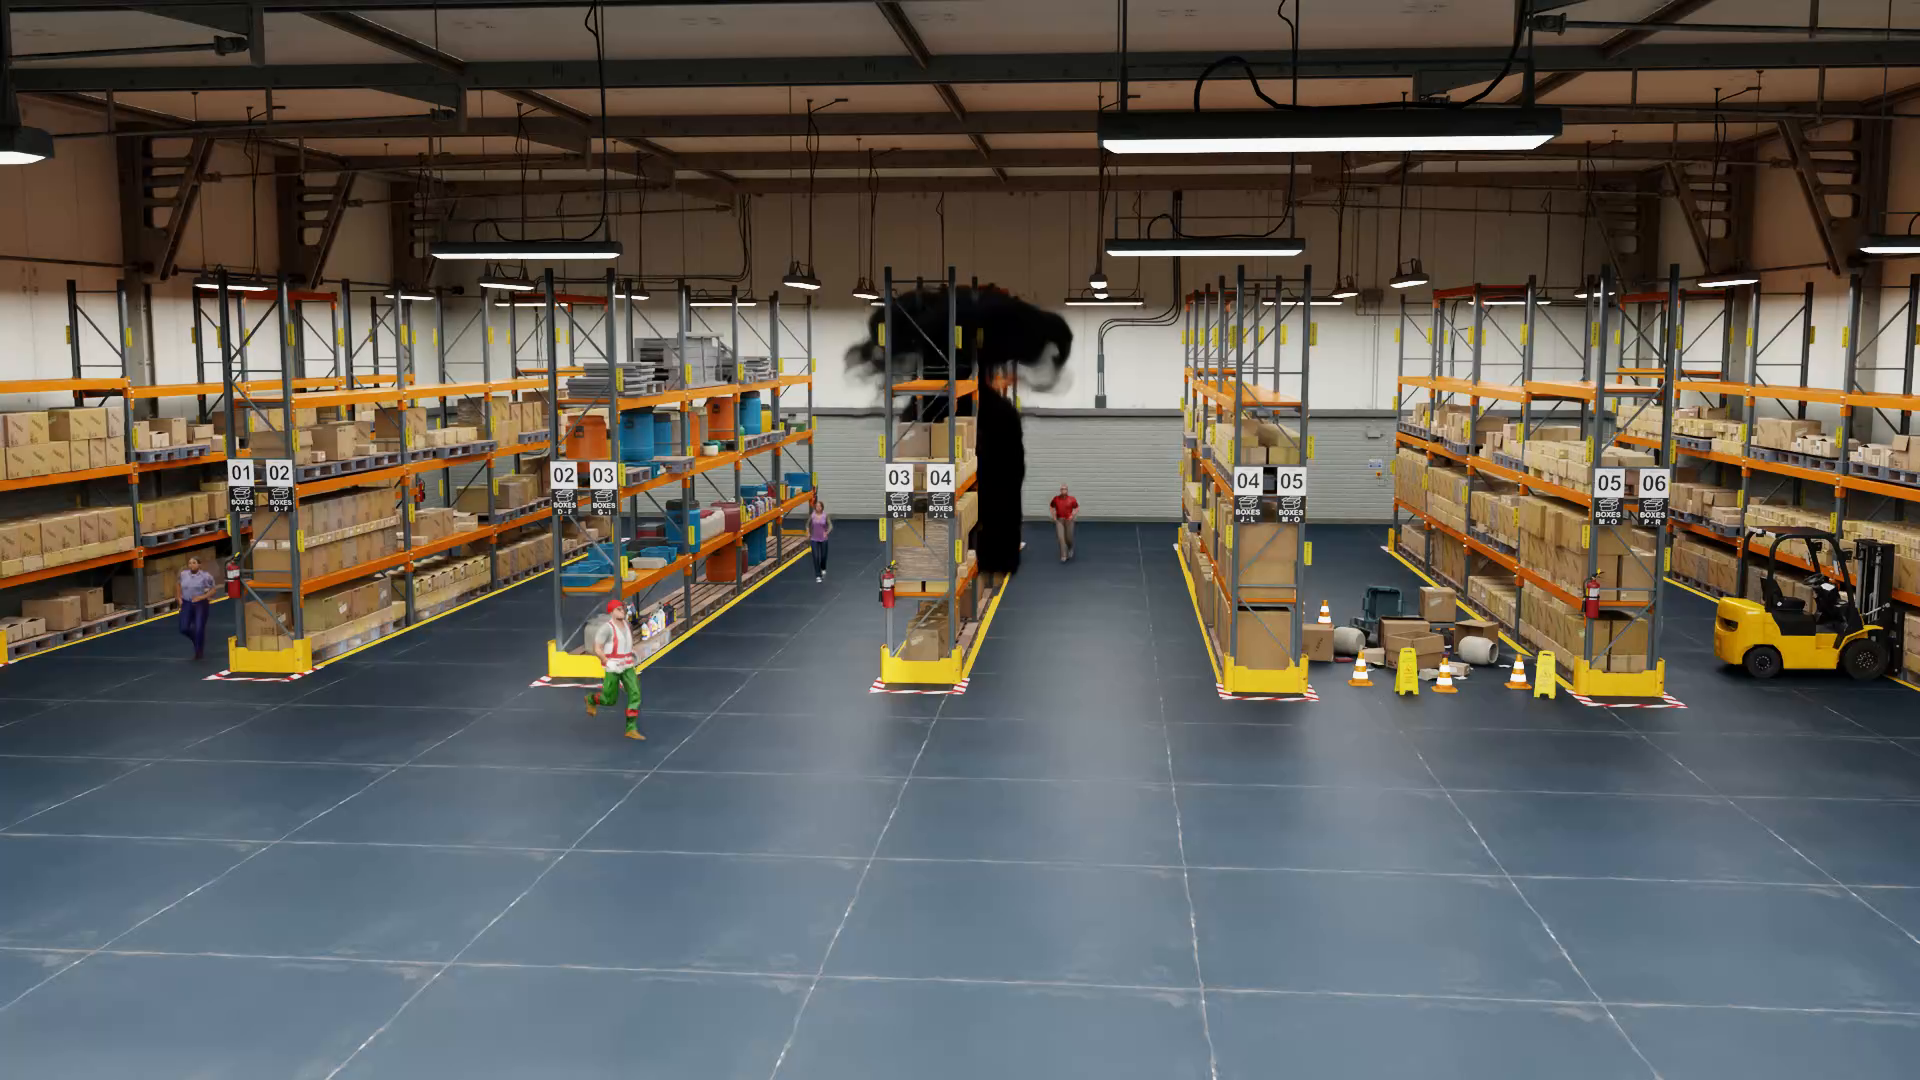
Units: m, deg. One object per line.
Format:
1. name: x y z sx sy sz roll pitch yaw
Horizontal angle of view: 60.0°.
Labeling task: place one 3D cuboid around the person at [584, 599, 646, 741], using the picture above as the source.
1. person: -4.341 1.618 20.962 0.956 1.757 0.645 6 9 38

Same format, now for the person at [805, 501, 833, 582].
1. person: -2.745 0.020 32.283 0.539 1.559 0.562 0 7 -2

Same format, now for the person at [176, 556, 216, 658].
1. person: -11.945 1.099 25.956 0.653 1.529 0.504 0 7 -4

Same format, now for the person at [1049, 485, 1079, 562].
1. person: 2.341 -0.387 37.480 0.676 1.712 0.722 1 7 8
